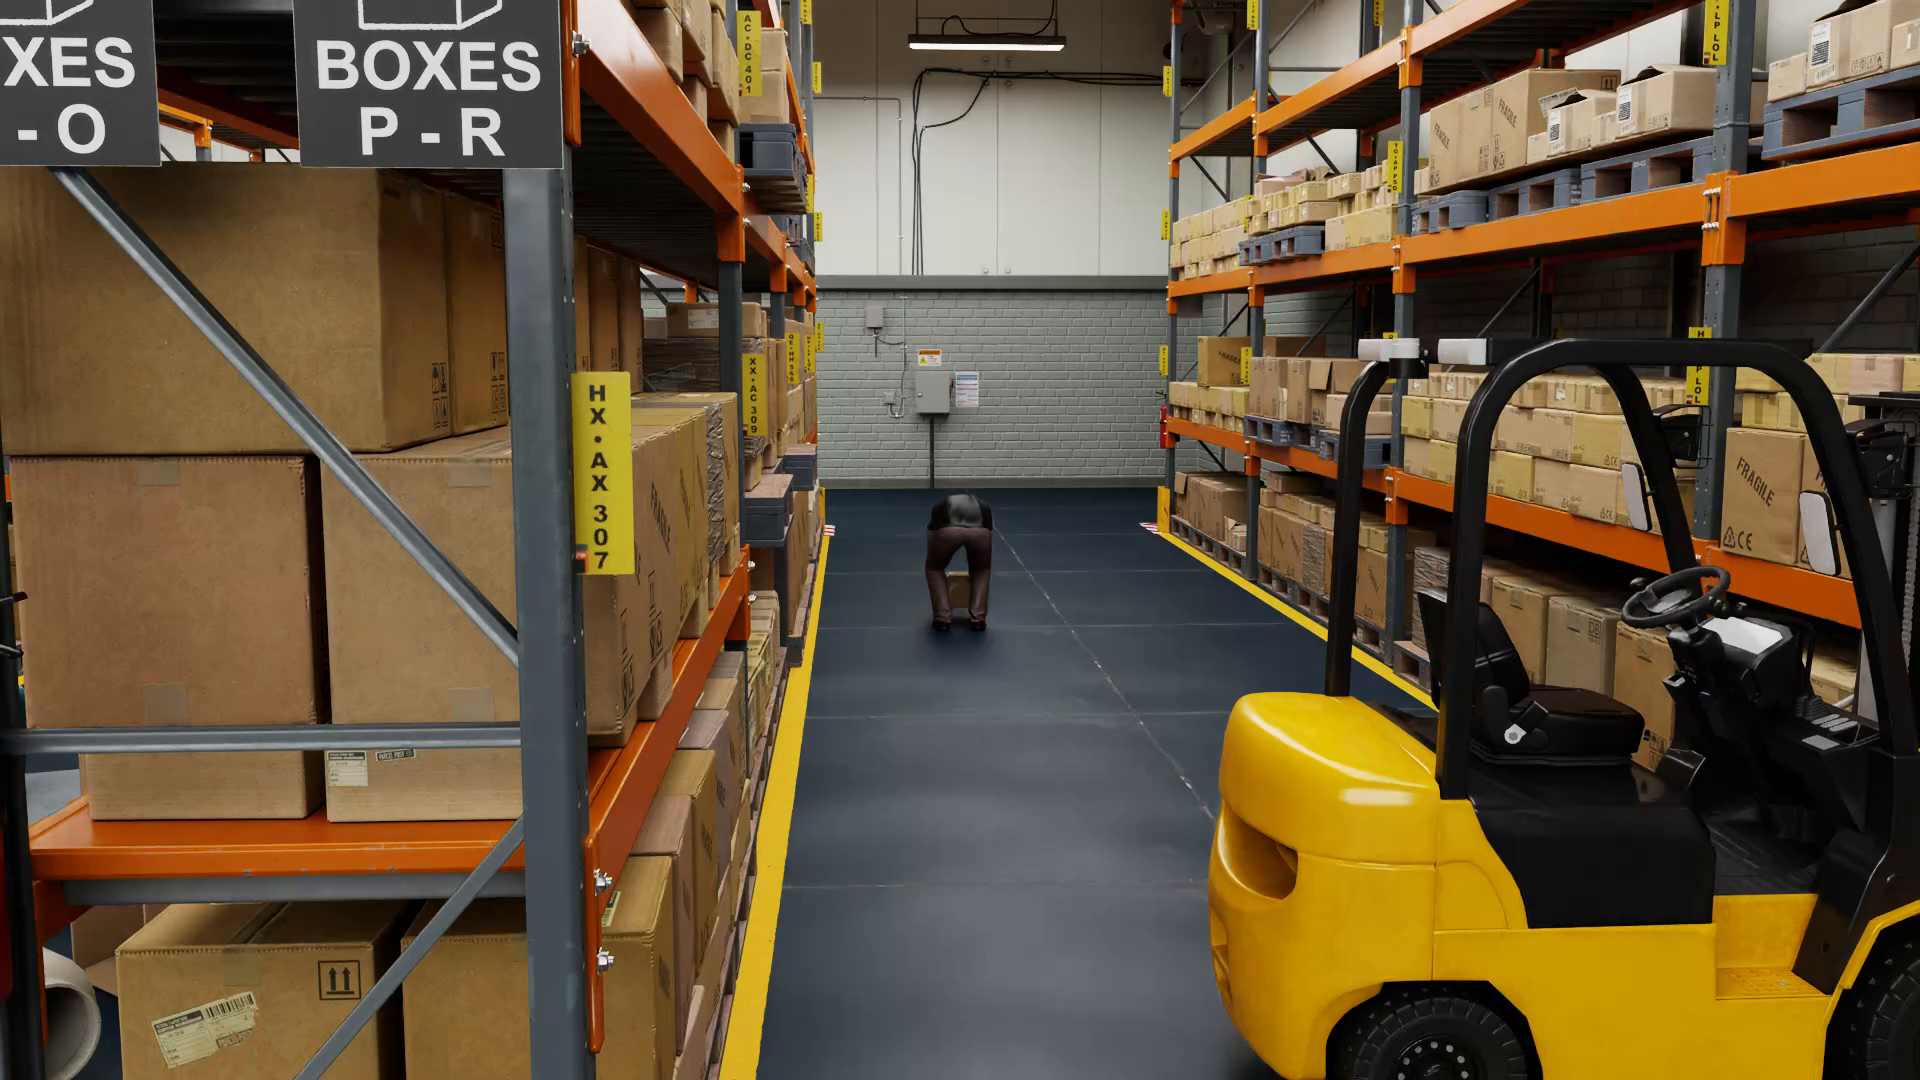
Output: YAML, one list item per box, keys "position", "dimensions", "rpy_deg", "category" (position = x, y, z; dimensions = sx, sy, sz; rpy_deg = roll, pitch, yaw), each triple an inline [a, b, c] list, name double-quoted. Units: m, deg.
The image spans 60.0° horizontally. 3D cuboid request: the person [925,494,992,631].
- position: [-0.022, 0.142, 12.636]
  dimensions: [0.503, 1.014, 0.948]
  rpy_deg: [-1, 7, -7]
  category: "person"
